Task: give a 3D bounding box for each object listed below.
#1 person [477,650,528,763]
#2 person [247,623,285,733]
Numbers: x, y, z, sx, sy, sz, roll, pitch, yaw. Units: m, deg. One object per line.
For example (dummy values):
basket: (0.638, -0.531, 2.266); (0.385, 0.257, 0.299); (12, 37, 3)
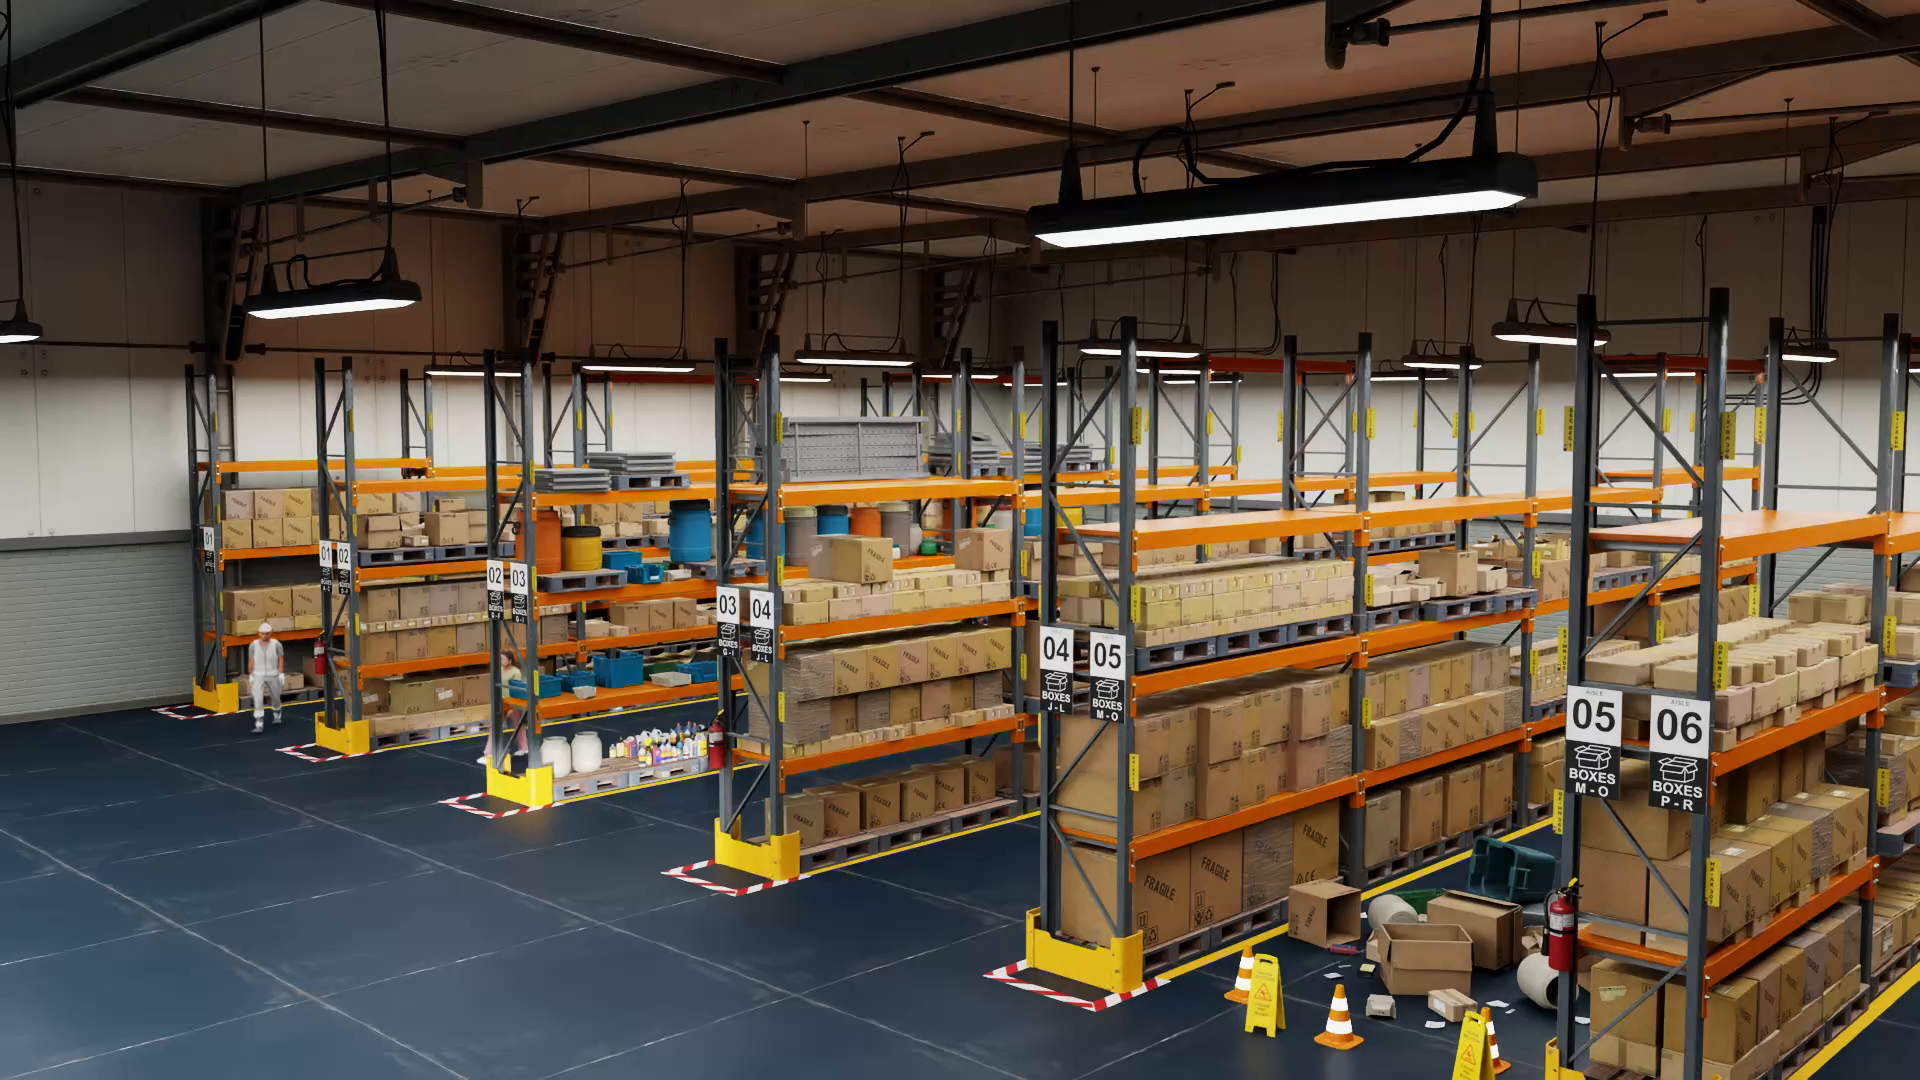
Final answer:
person: (-6.729, 2.438, 24.648); (0.479, 1.626, 0.919); (1, 5, 16)
person: (-11.301, 2.219, 27.103); (0.556, 1.756, 0.917); (-2, 5, -24)
